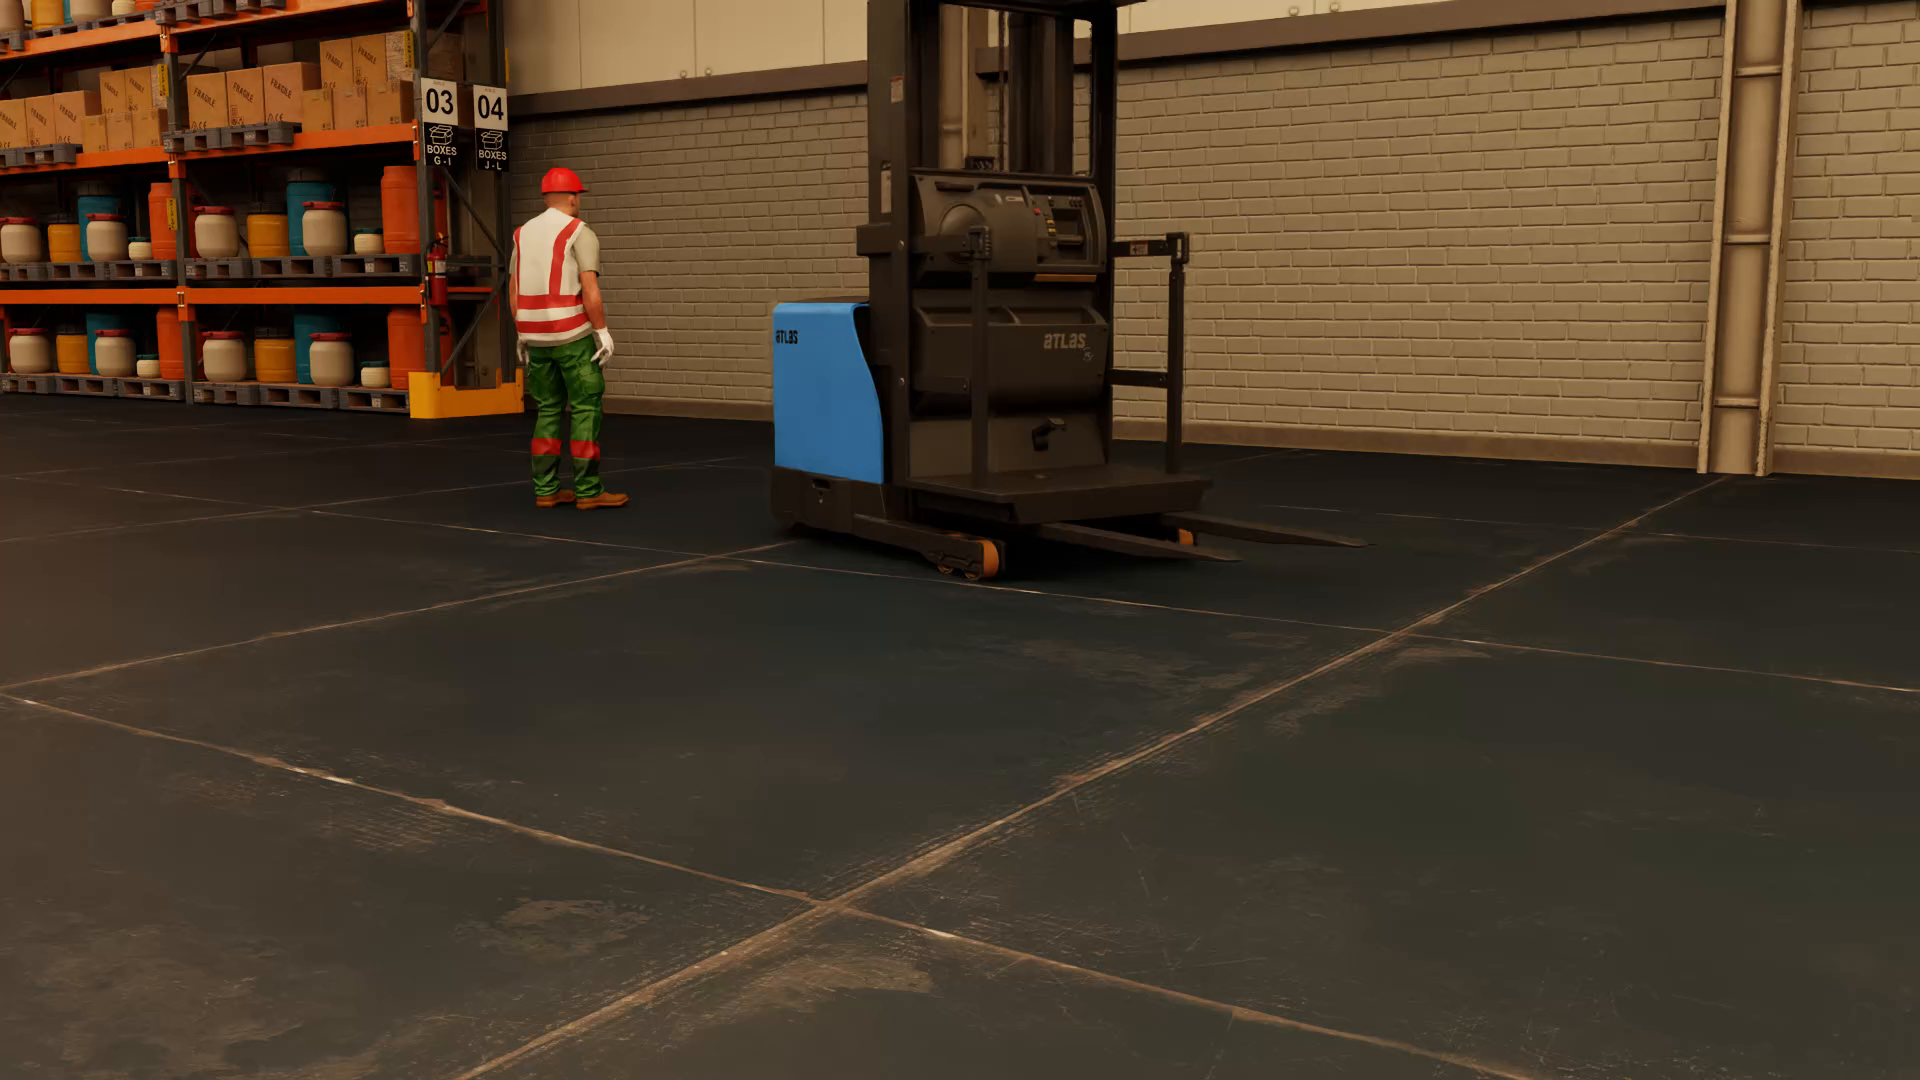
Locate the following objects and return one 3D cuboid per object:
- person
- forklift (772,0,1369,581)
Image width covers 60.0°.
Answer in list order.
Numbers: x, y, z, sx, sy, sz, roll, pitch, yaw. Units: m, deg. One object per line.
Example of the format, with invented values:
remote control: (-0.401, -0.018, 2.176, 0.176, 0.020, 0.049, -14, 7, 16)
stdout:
person: (-2.086, -1.059, 8.752, 0.610, 1.777, 0.451, 4, 9, 27)
forklift: (0.340, -1.366, 6.799, 1.130, 2.935, 3.031, -5, 10, -33)
